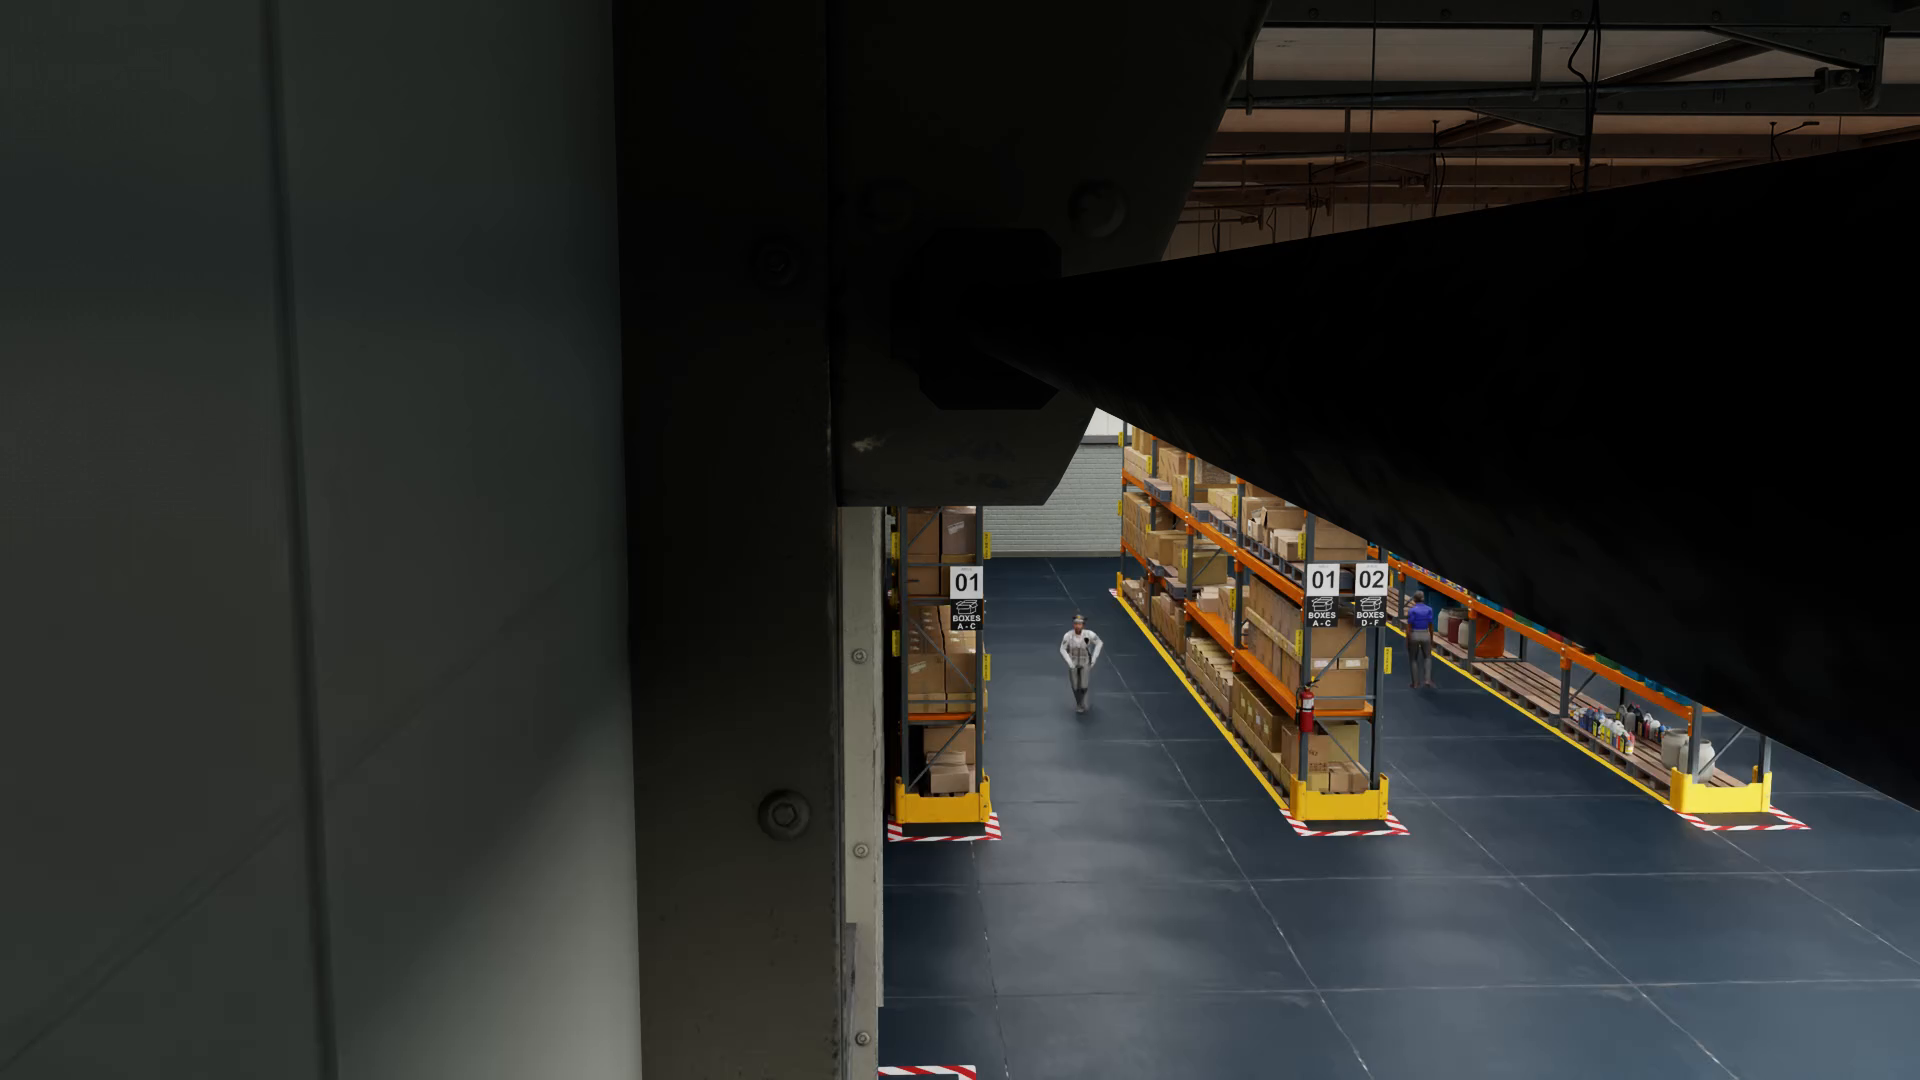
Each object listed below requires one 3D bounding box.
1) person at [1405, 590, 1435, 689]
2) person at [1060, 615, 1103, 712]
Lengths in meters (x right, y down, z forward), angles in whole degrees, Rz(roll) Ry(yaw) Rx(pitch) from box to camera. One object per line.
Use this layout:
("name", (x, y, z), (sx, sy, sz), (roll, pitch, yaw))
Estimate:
("person", (7.625, 1.659, 27.538), (0.498, 1.655, 0.503), (0, 8, -3))
("person", (1.885, 1.917, 25.848), (0.650, 1.611, 0.701), (1, 8, 9))
